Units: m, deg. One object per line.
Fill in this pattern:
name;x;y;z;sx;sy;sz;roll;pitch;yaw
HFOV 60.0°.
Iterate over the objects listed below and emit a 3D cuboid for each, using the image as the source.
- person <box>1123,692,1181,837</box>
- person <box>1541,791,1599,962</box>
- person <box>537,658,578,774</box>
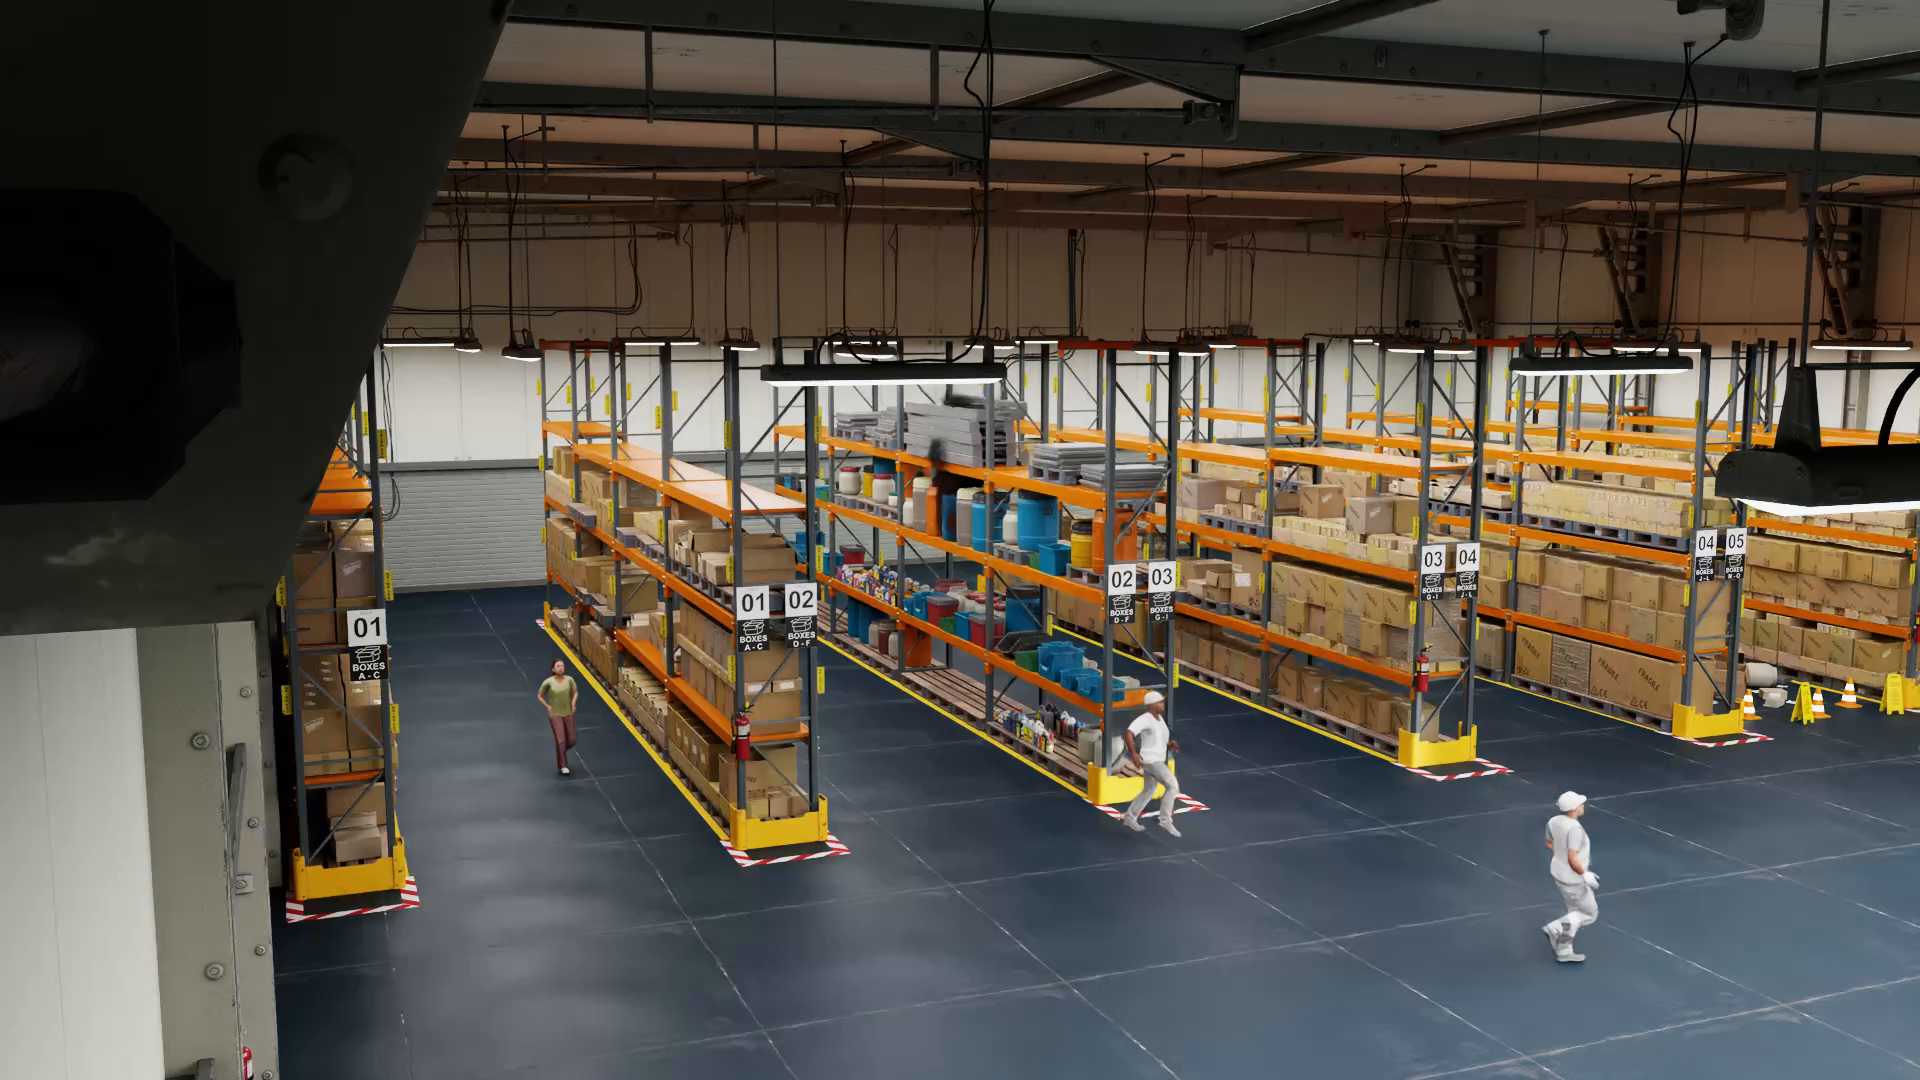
person;2.431;2.767;20.767;0.744;1.749;0.704;2;8;17
person;6.030;3.339;16.486;0.601;1.738;0.658;-1;8;-8
person;-5.676;2.470;23.554;0.580;1.619;0.609;-4;9;-29
